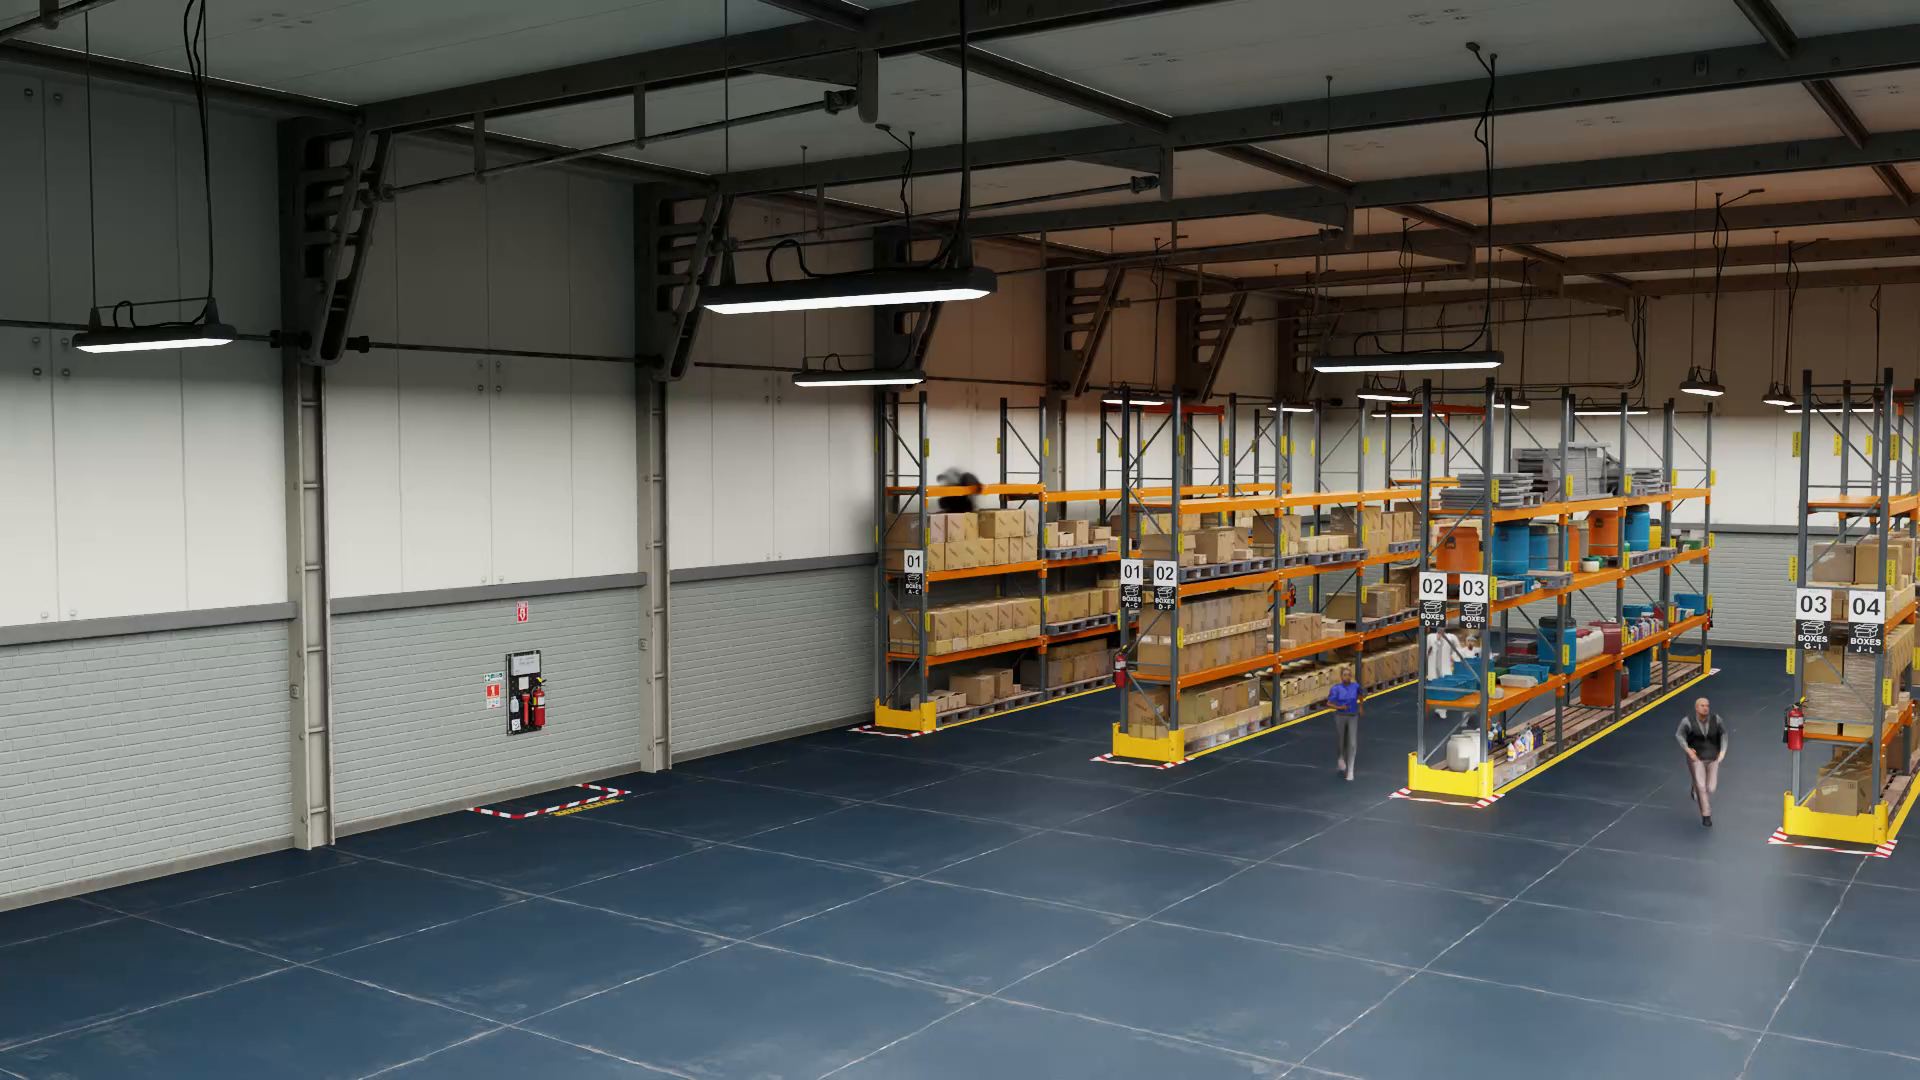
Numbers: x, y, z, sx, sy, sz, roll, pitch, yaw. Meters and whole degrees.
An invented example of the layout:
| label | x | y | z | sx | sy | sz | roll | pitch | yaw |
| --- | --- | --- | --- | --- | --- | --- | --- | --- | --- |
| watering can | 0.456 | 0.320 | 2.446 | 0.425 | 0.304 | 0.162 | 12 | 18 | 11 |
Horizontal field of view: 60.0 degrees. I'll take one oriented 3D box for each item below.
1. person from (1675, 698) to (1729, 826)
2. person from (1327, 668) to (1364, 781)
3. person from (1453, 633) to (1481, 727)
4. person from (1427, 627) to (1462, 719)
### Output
| label | x | y | z | sx | sy | sz | roll | pitch | yaw |
| --- | --- | --- | --- | --- | --- | --- | --- | --- | --- |
| person | 9.950 | 2.946 | 22.345 | 0.675 | 1.701 | 0.804 | 0 | 3 | 8 |
| person | 5.866 | 2.804 | 25.318 | 0.597 | 1.718 | 0.825 | 0 | 3 | 3 |
| person | 9.260 | 2.508 | 30.135 | 0.642 | 1.682 | 0.830 | 2 | 4 | 28 |
| person | 8.920 | 2.403 | 30.908 | 0.685 | 1.826 | 0.777 | 2 | 4 | 26 |
